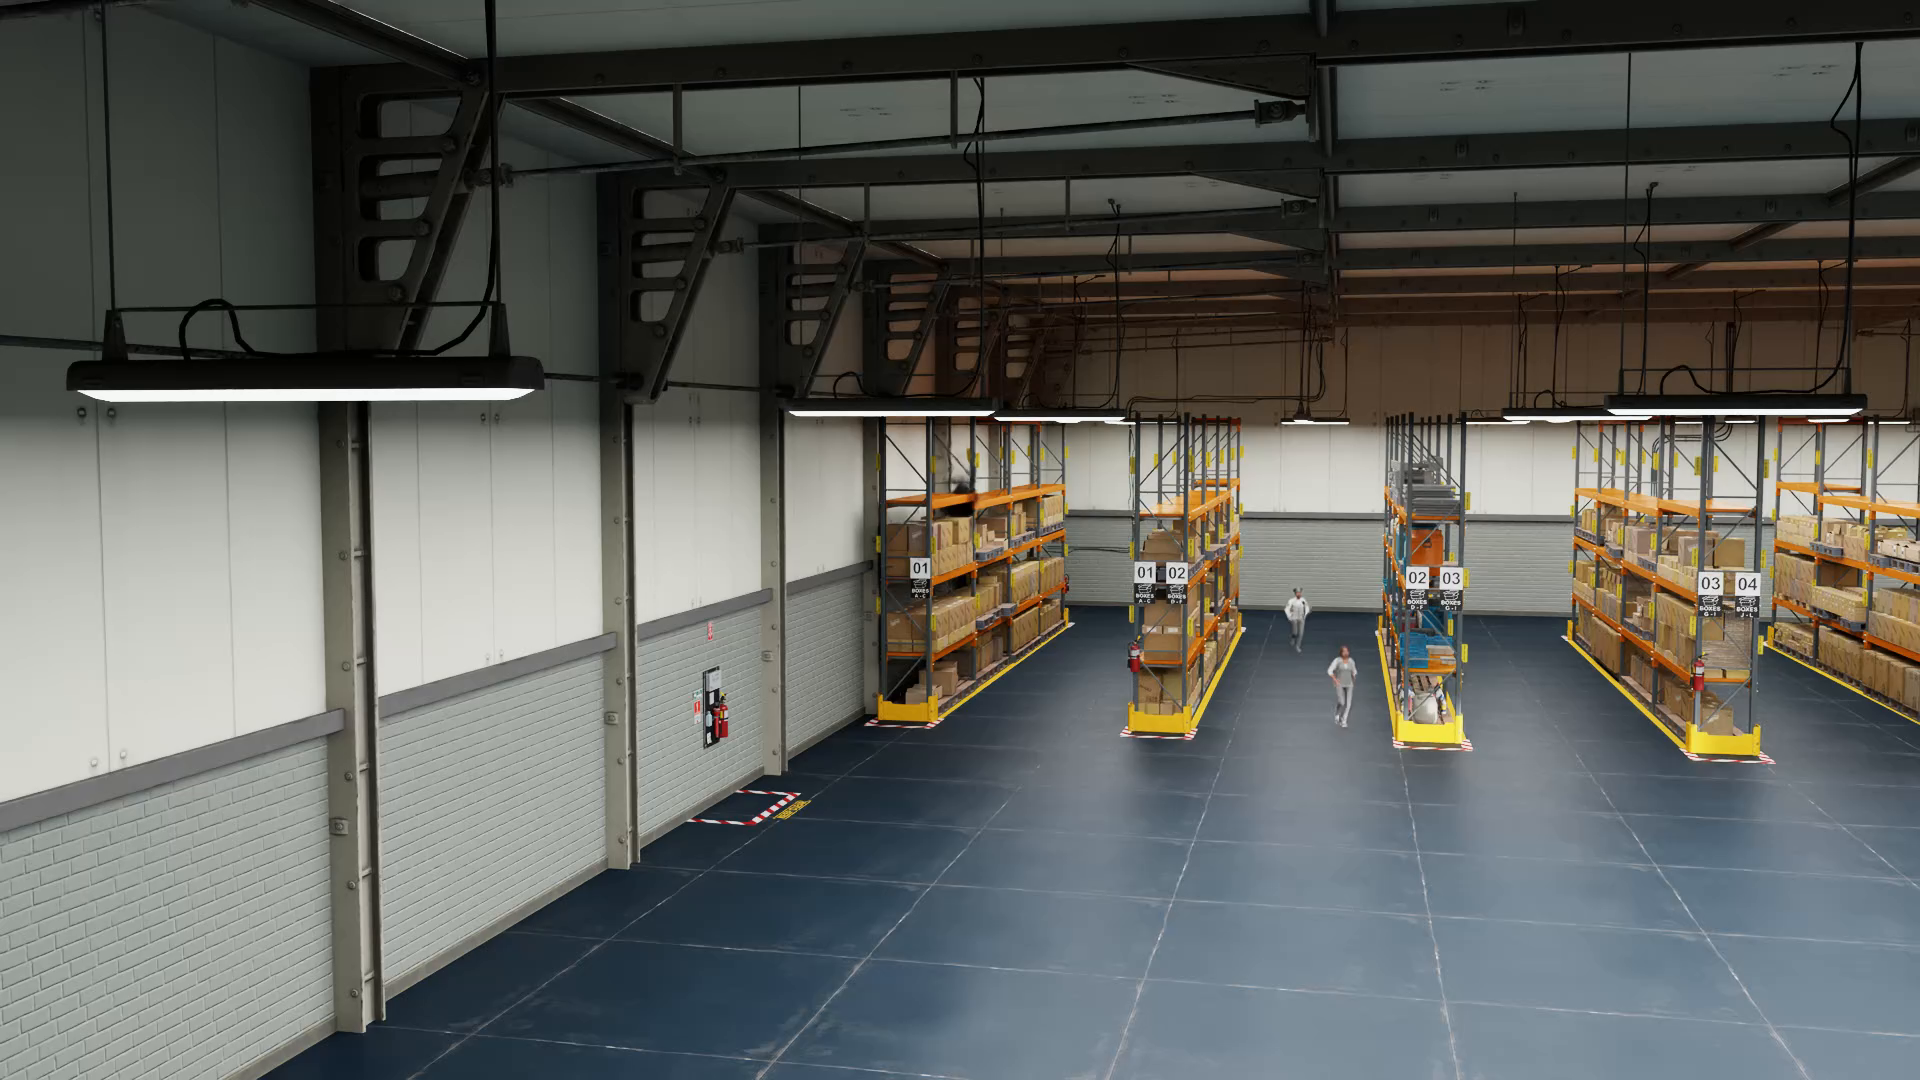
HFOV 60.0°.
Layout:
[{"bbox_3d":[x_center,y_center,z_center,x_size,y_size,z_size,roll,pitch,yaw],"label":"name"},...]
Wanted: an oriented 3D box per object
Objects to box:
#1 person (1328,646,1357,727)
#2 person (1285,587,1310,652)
[{"bbox_3d":[7.320,2.797,31.671,0.531,1.556,0.540,0,4,-2],"label":"person"},{"bbox_3d":[8.645,2.033,42.550,0.616,1.653,0.554,0,4,0],"label":"person"}]
